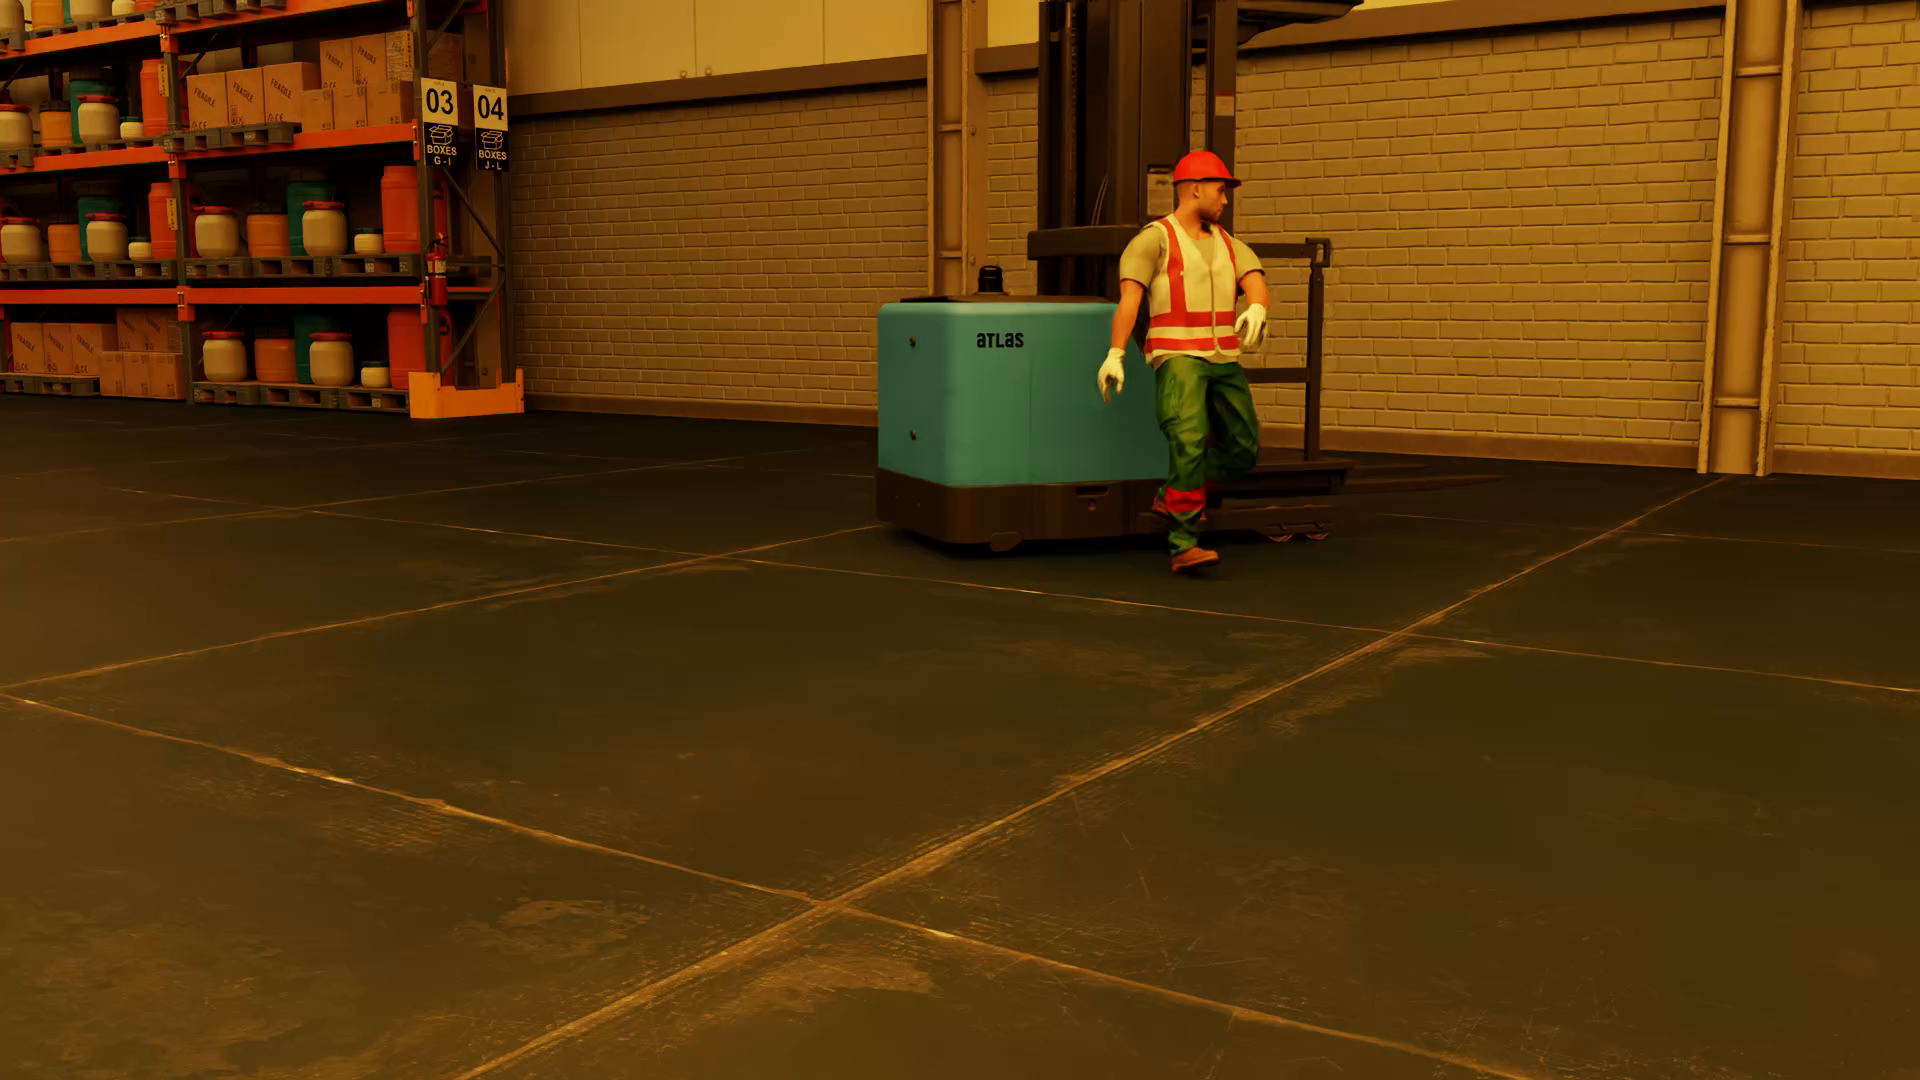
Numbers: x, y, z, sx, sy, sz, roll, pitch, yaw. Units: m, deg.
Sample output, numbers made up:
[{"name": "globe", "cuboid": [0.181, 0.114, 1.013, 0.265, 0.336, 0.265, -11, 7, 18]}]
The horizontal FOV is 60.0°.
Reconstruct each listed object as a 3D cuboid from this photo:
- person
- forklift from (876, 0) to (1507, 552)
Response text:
[{"name": "person", "cuboid": [0.916, -0.727, 6.781, 0.734, 1.697, 0.827, -5, 10, -34]}, {"name": "forklift", "cuboid": [1.173, -1.506, 7.784, 3.031, 2.935, 1.130, -3, 9, -21]}]
